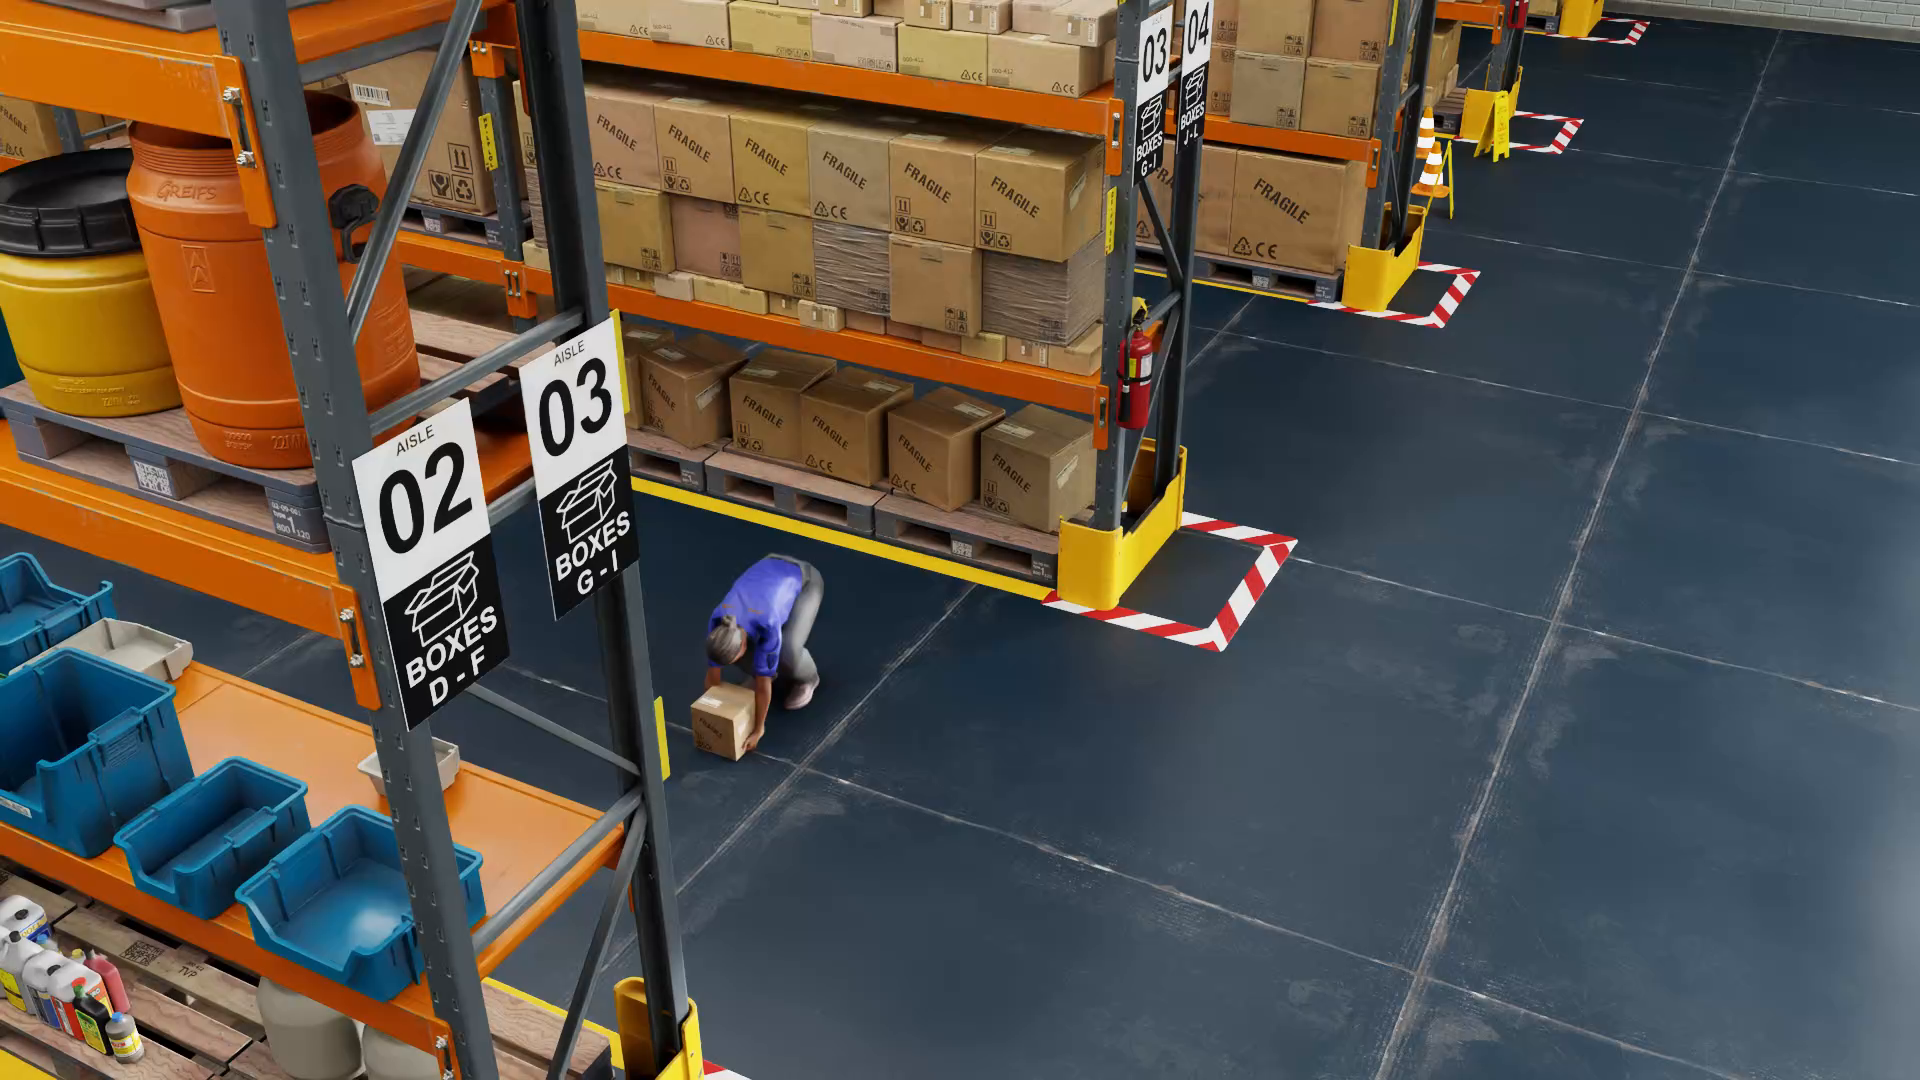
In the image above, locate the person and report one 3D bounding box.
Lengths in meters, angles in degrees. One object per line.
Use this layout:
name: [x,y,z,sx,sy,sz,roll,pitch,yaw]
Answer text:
person: [-0.987,0.533,8.297,0.460,0.775,0.871,13,33,22]
